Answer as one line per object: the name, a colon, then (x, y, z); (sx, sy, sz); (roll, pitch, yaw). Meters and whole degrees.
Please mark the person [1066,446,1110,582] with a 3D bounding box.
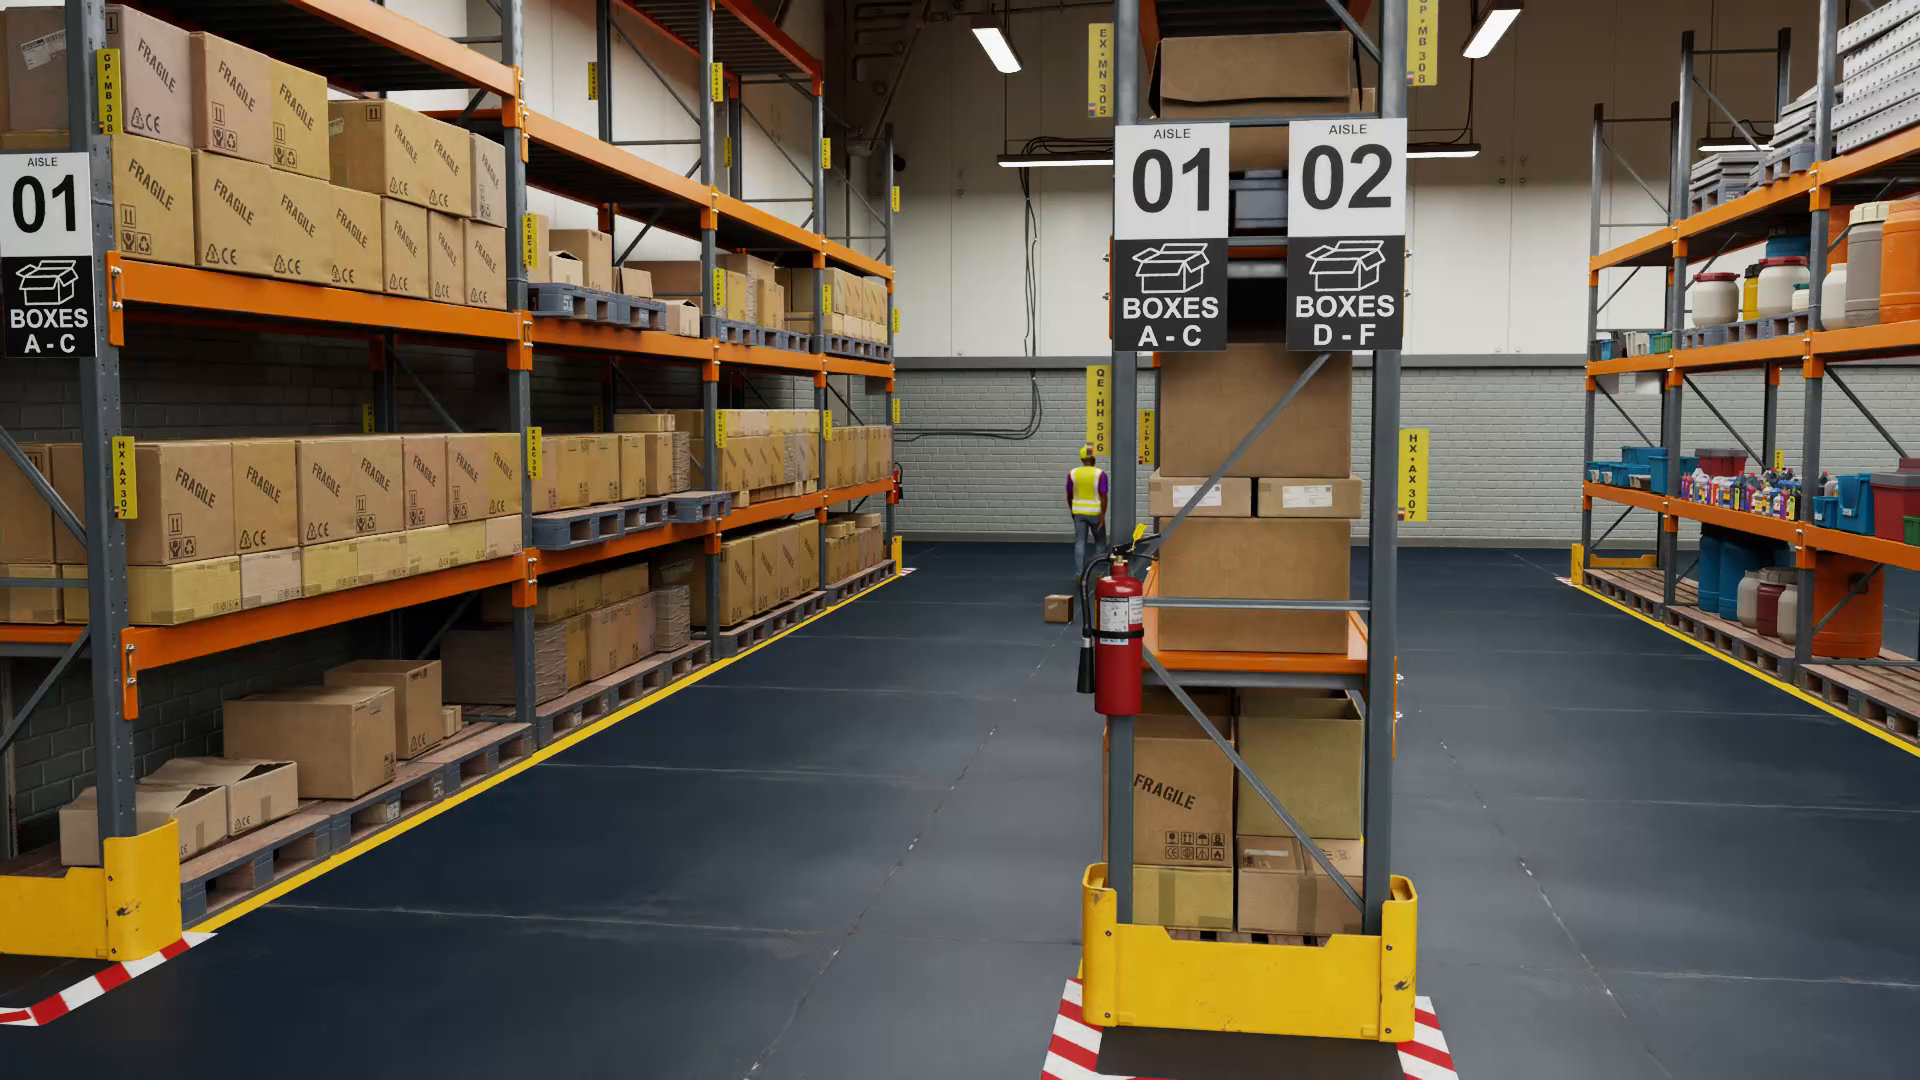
person: (1.657, -0.344, 21.211); (0.571, 1.726, 0.952); (1, 5, 18)
